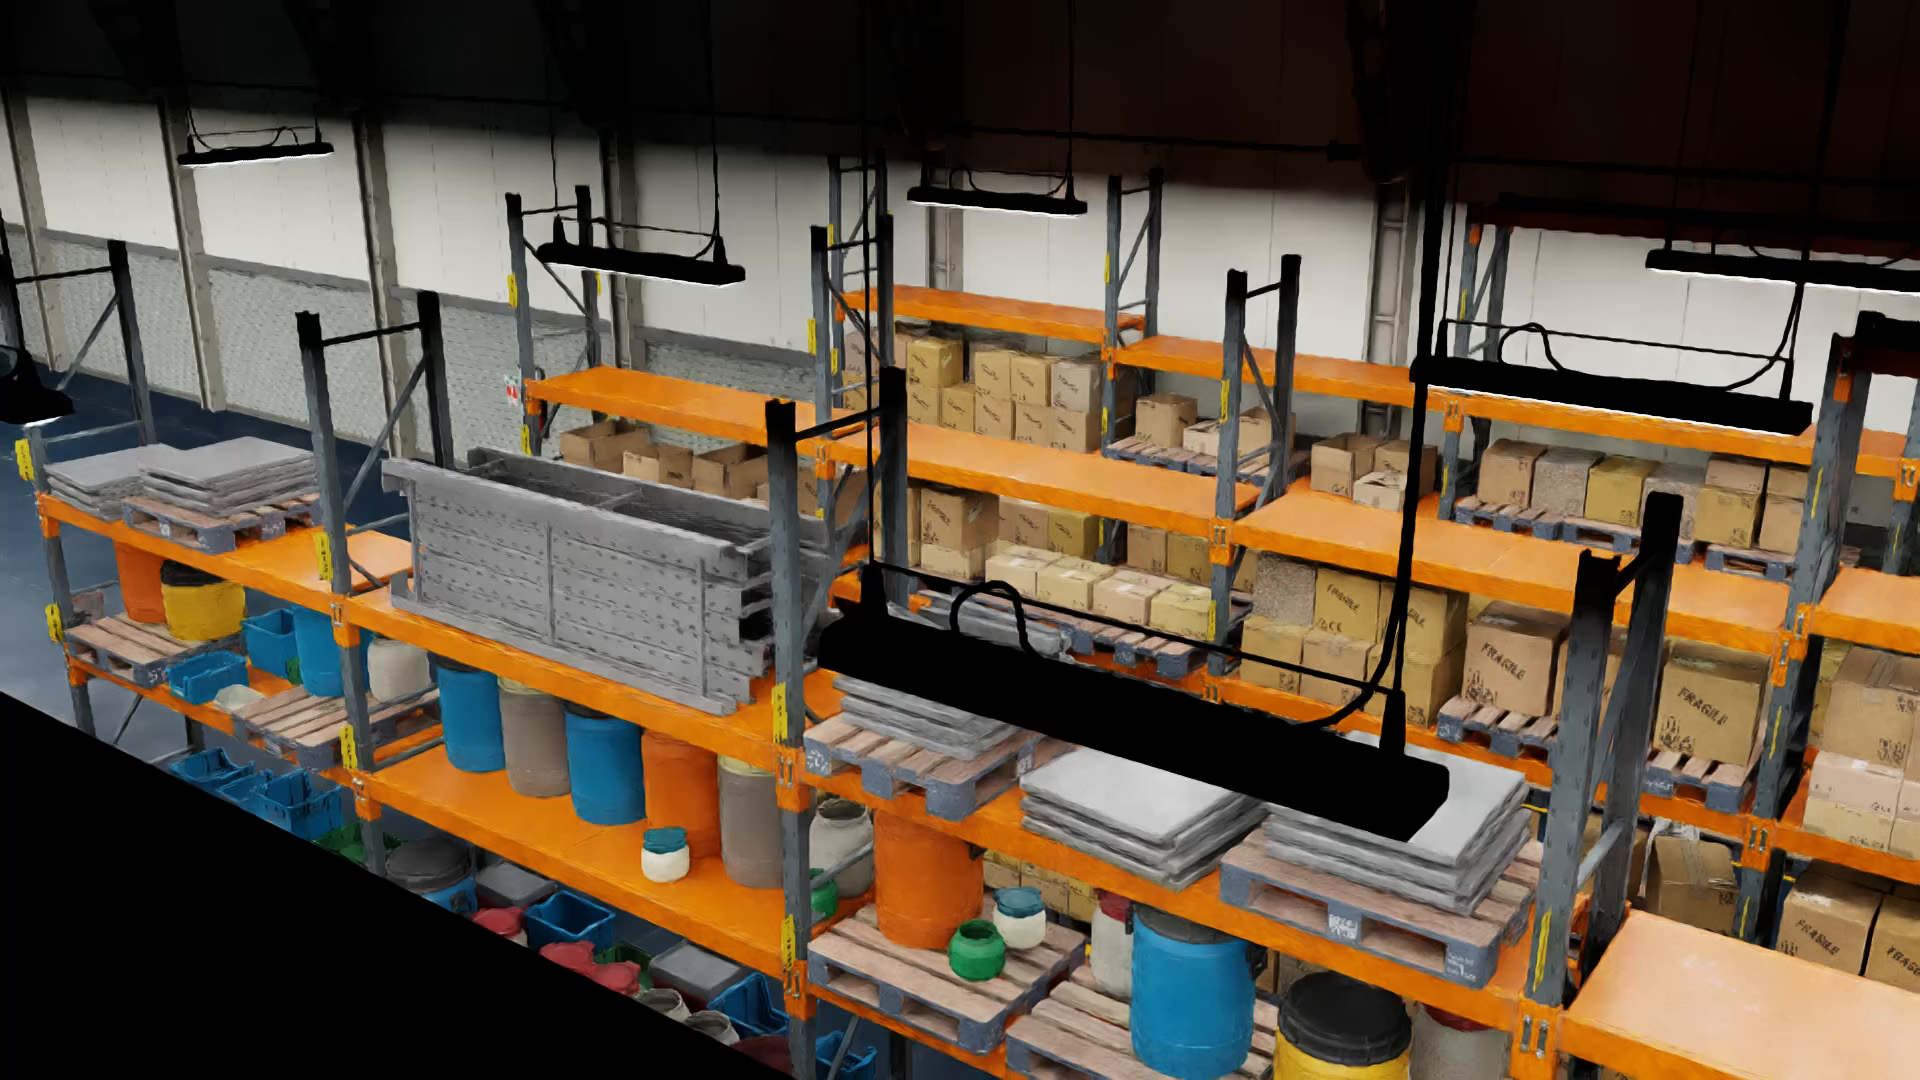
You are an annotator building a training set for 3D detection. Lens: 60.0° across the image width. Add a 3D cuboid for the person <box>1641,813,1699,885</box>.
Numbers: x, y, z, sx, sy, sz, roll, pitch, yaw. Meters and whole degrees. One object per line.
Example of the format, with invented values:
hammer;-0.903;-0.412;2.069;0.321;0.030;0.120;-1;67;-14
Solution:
person;6.234;2.647;14.619;0.988;1.625;0.500;12;22;33
